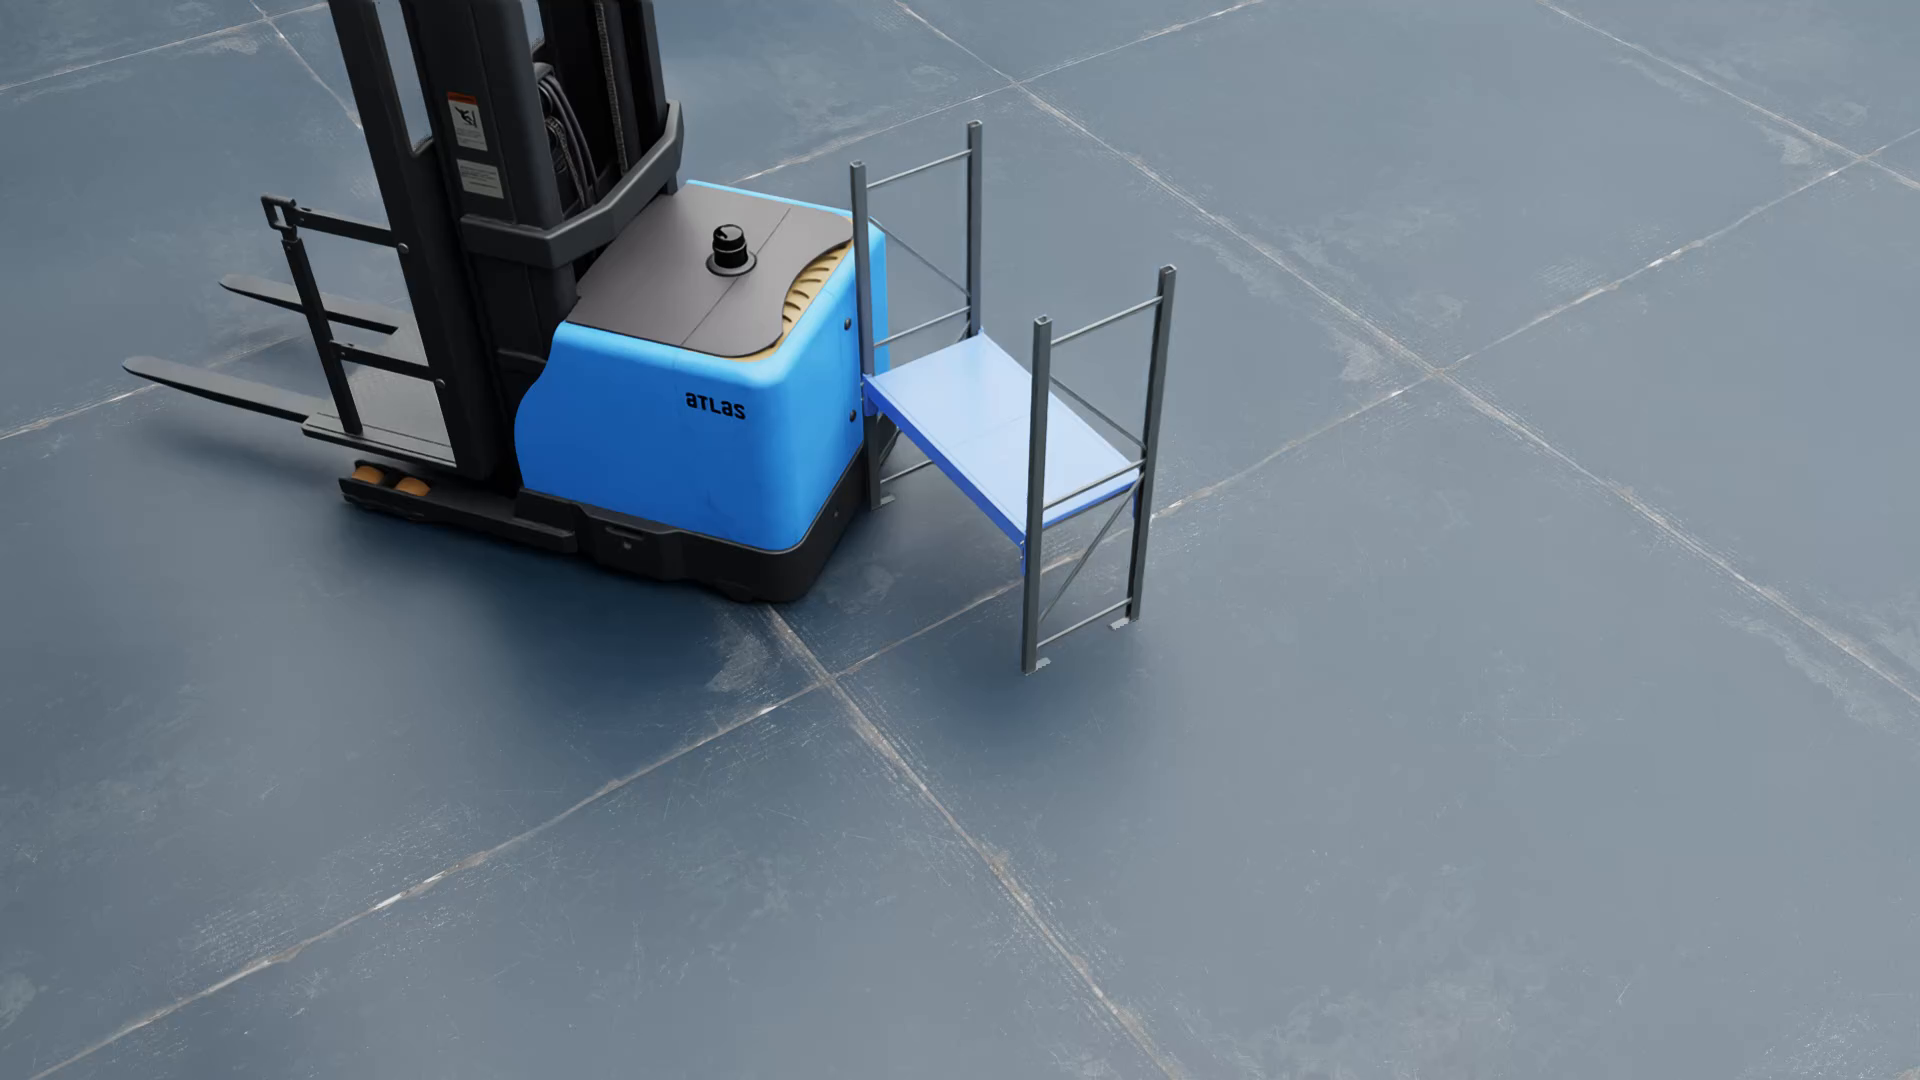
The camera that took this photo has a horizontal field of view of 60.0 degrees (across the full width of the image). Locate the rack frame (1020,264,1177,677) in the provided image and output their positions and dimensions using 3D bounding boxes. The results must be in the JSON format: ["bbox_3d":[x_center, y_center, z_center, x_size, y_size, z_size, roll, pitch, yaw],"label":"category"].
[{"bbox_3d":[0.426,-0.173,5.345,0.500,1.500,0.032,-25,49,-24],"label":"rack frame"}]

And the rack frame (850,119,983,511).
[{"bbox_3d":[-0.140,-0.757,5.956,0.500,1.500,0.032,-25,49,-24],"label":"rack frame"}]

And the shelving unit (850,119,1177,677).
[{"bbox_3d":[0.143,-0.465,5.651,0.538,1.500,1.048,-25,49,-24],"label":"shelving unit"}]

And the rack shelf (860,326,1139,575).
[{"bbox_3d":[0.143,-0.335,5.775,0.538,0.185,1.000,-25,49,-24],"label":"rack shelf"}]

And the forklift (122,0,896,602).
[{"bbox_3d":[-1.824,-1.461,5.658,3.031,2.935,1.130,14,45,14],"label":"forklift"}]
